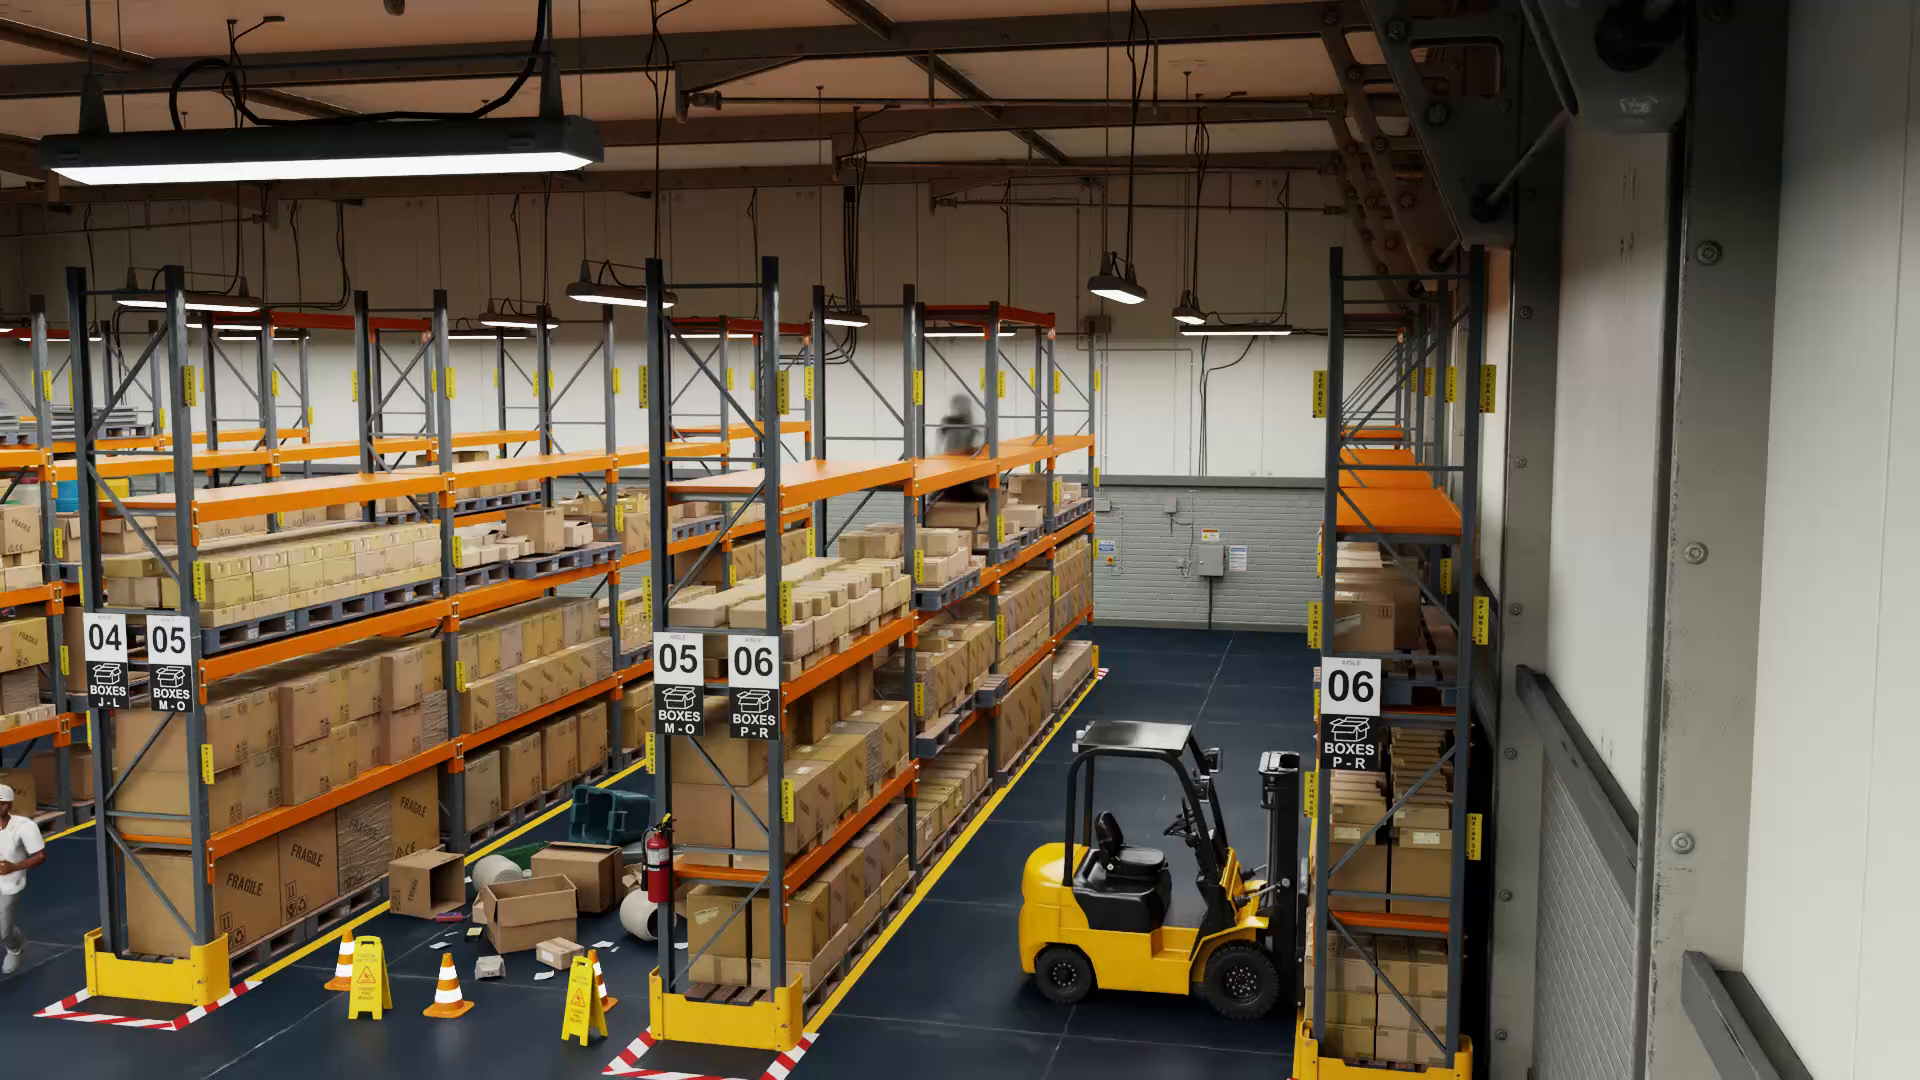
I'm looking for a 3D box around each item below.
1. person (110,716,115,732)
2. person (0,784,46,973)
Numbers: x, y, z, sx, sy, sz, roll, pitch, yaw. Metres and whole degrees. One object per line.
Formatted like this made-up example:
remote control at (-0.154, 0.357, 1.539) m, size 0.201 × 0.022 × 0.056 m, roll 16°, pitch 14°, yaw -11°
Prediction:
person at (-11.467, 2.039, 22.452) m, size 0.656 × 1.722 × 0.606 m, roll 1°, pitch 6°, yaw 13°
person at (-7.977, 2.891, 13.815) m, size 0.731 × 1.741 × 0.970 m, roll -1°, pitch 6°, yaw -8°
